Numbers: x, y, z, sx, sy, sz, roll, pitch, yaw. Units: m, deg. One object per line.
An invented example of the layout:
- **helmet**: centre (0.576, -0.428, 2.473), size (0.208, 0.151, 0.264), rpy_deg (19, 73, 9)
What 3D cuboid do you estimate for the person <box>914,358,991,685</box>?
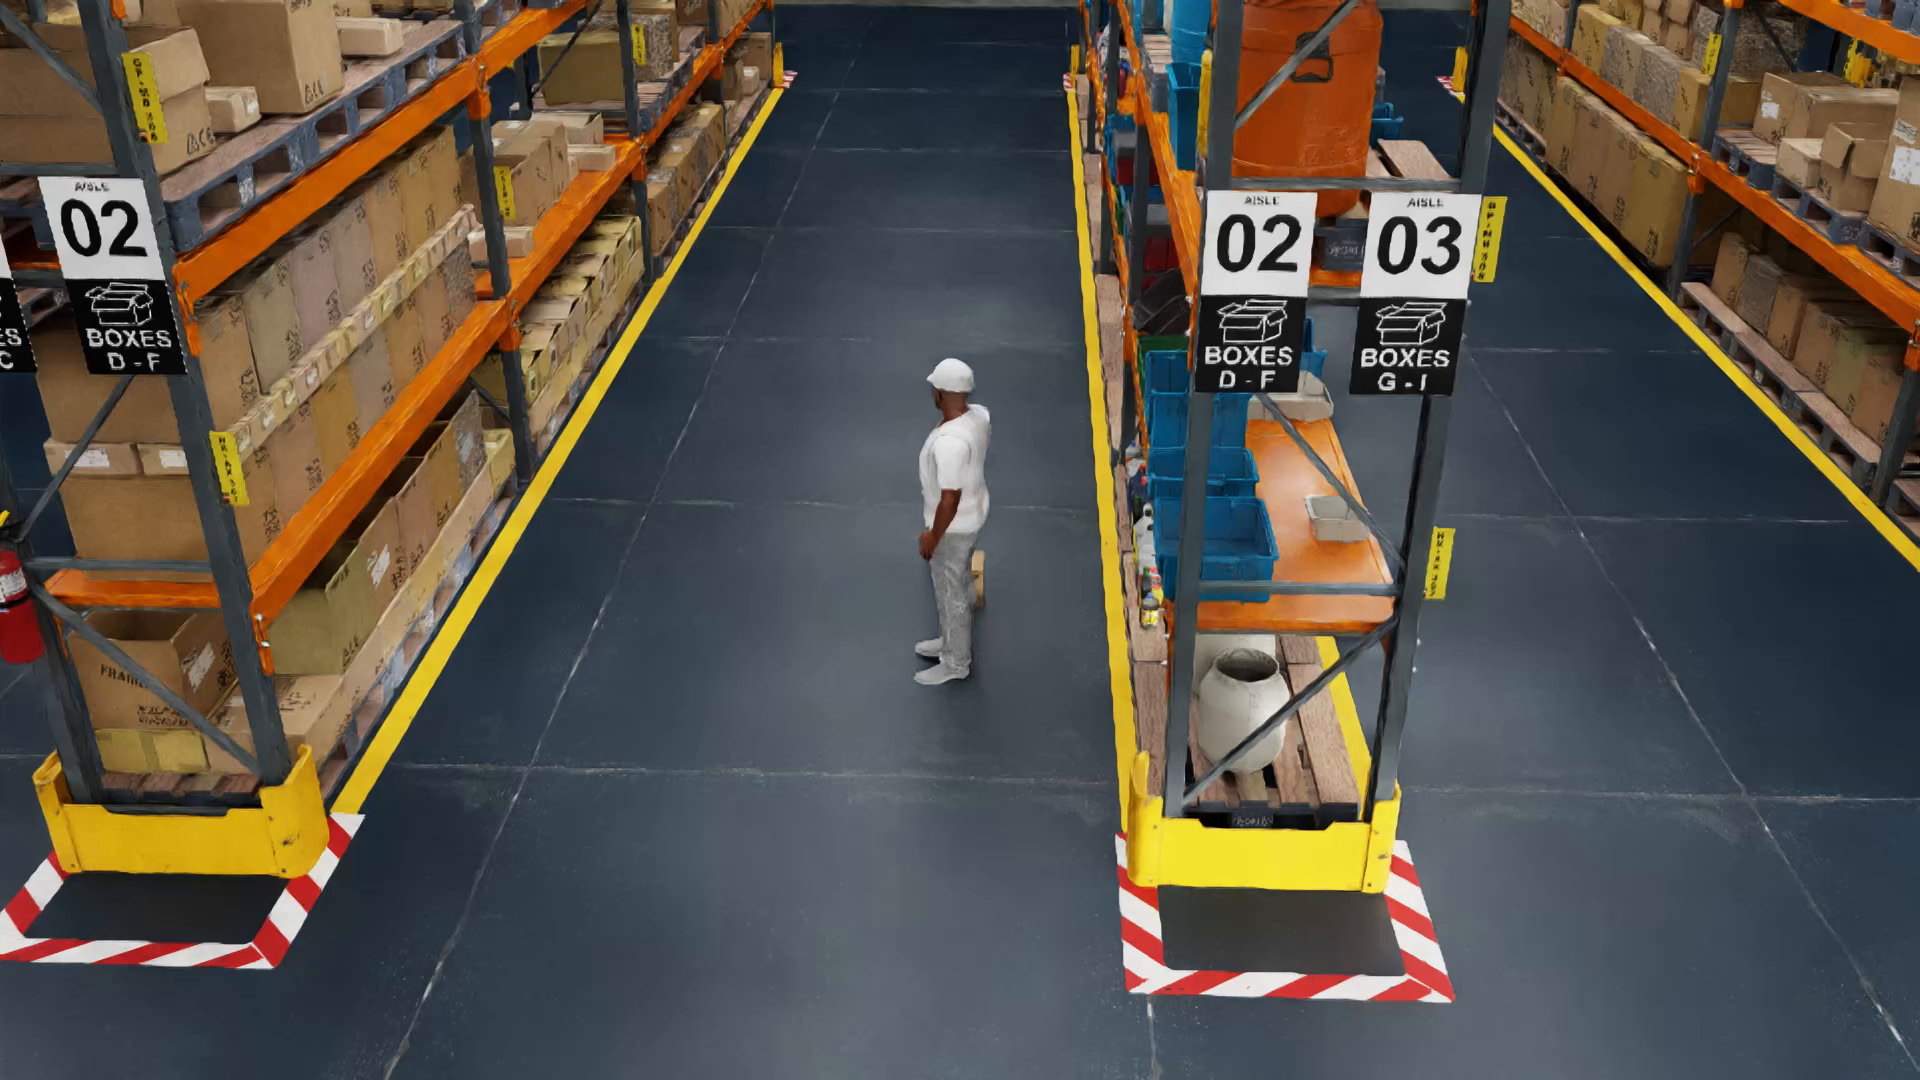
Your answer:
- **person**: centre (-0.058, -0.107, 8.780), size (0.413, 1.802, 0.627), rpy_deg (7, 29, 13)
